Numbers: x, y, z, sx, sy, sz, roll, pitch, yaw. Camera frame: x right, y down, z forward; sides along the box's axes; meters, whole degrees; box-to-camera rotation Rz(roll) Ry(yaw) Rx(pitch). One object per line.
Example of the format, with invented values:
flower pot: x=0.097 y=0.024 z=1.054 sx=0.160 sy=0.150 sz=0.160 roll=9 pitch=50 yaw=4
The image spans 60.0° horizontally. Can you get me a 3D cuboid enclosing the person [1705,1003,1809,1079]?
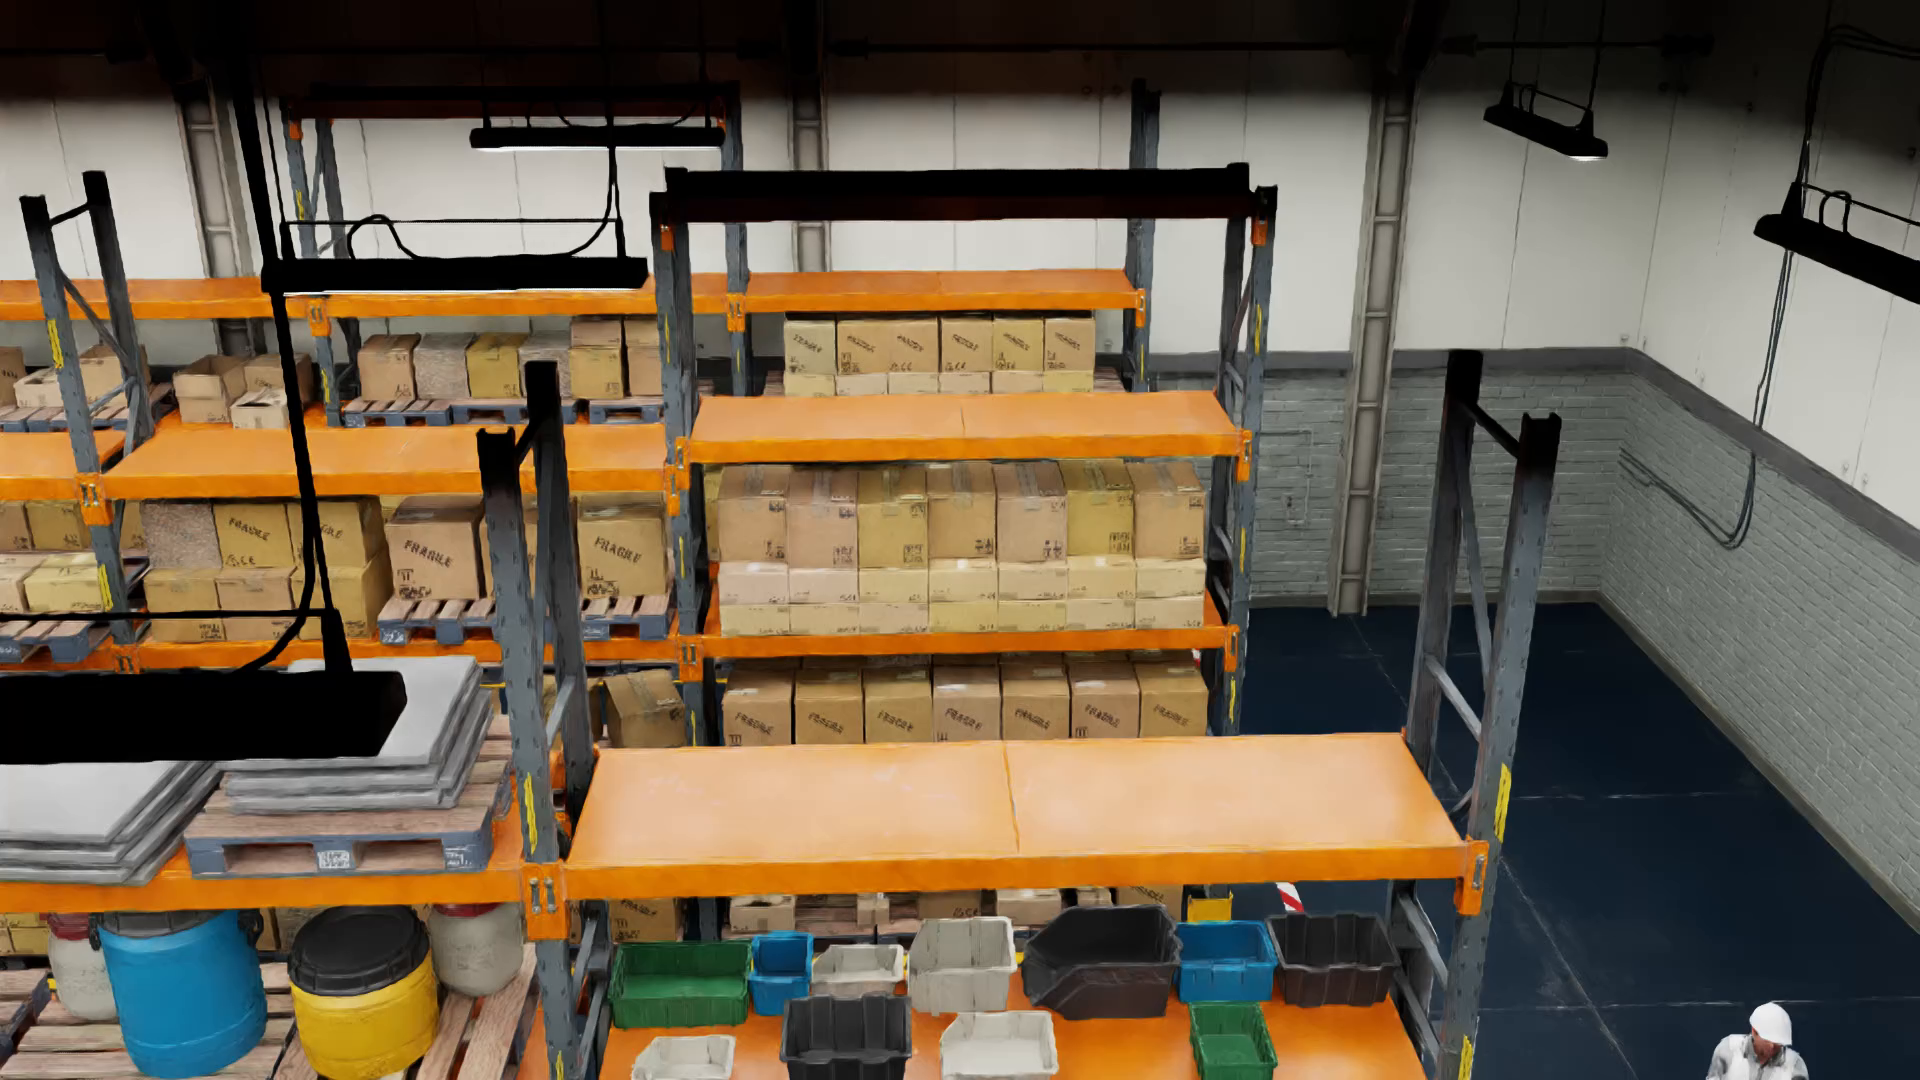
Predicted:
person: x=4.796 y=3.554 z=10.024 sx=0.723 sy=1.767 sz=0.530 roll=13 pitch=25 yaw=29
